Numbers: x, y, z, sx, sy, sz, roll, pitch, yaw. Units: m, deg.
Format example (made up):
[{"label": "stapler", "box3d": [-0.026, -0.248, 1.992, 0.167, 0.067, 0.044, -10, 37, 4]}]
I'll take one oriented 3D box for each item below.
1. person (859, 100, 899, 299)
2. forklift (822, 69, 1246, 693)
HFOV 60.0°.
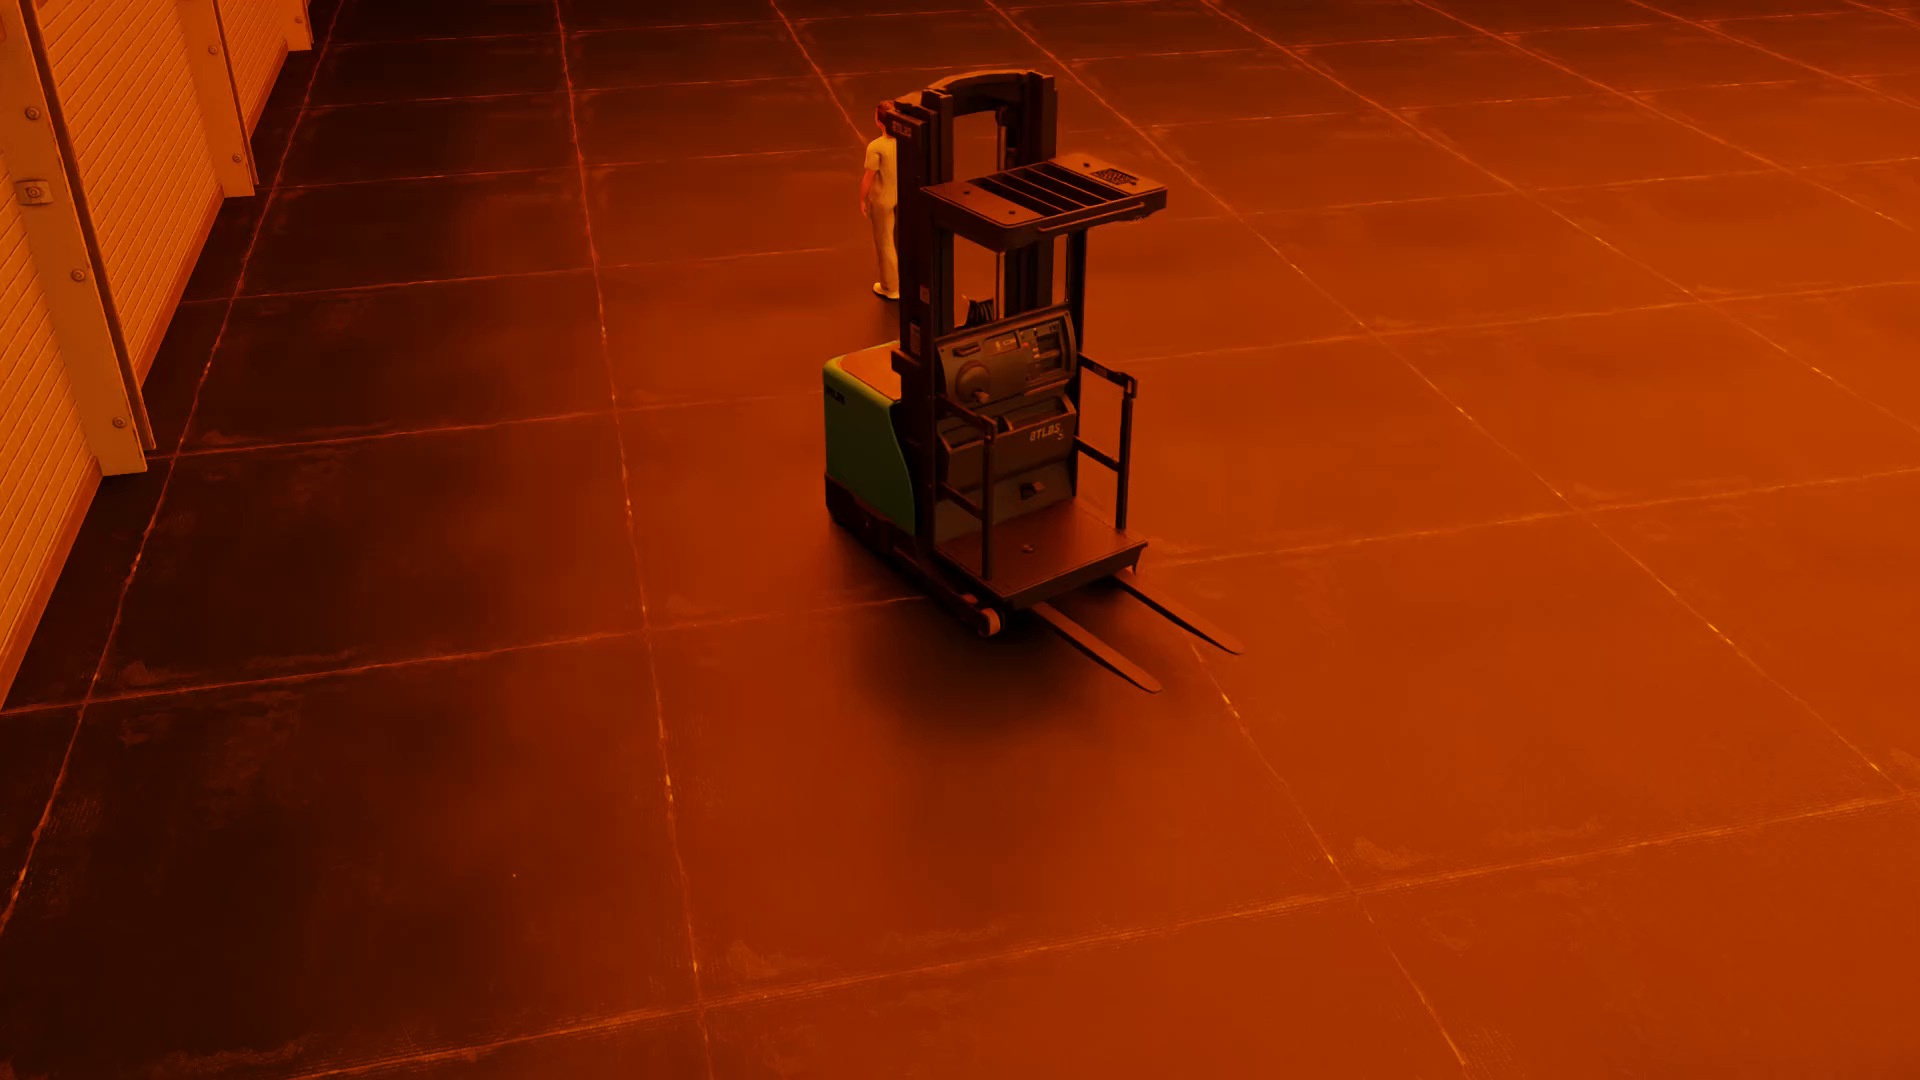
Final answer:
[{"label": "person", "box3d": [-0.596, -2.807, 13.661, 0.550, 1.676, 0.550, -16, 34, -25]}, {"label": "forklift", "box3d": [0.399, -0.990, 9.285, 1.130, 2.935, 3.031, -20, 35, -30]}]
